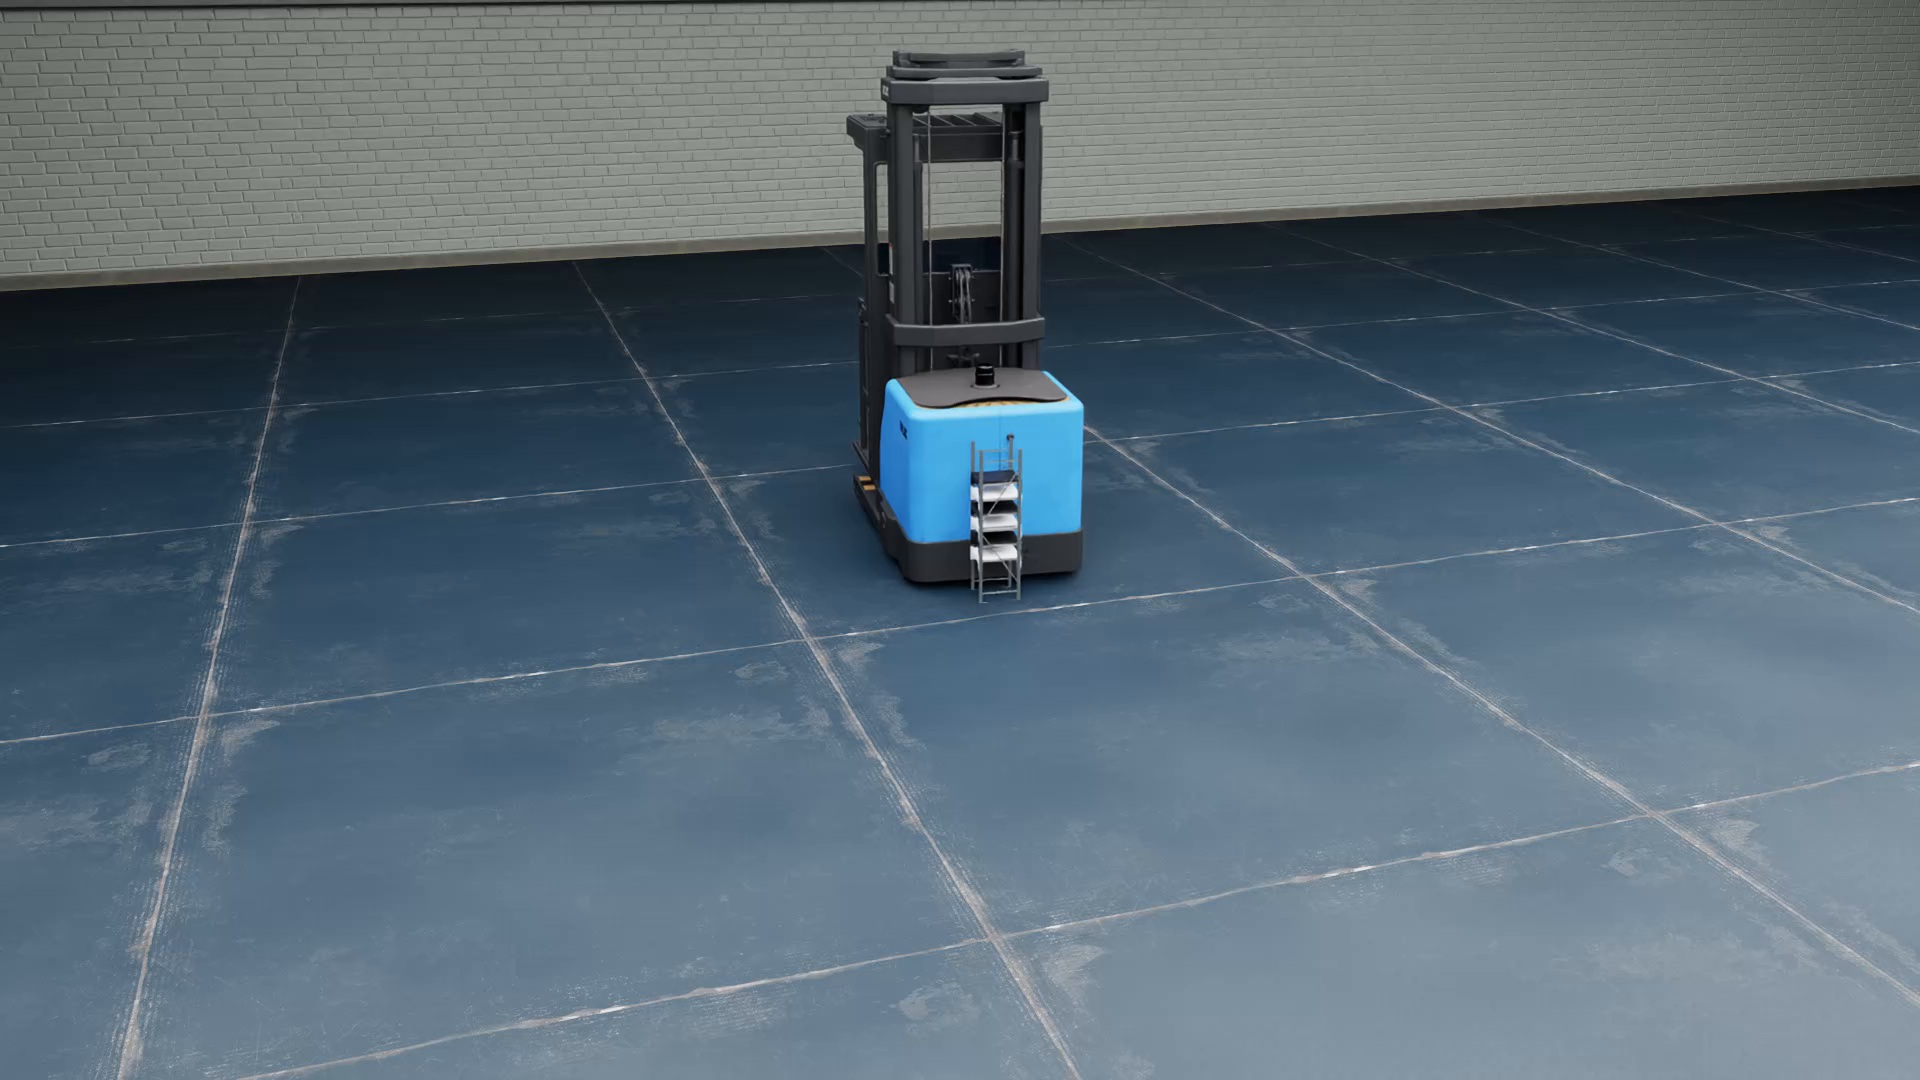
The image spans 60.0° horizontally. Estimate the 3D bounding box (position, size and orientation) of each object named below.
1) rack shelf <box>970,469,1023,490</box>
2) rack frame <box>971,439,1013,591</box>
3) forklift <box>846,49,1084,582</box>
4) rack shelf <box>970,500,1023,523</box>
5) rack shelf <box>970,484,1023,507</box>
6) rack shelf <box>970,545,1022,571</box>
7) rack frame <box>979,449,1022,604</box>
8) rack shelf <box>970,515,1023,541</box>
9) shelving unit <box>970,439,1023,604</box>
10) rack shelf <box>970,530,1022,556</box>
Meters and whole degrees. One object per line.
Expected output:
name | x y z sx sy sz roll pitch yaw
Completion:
rack shelf | 0.203 -0.326 9.294 0.258 0.077 0.200 -4 20 -12
rack frame | 0.181 -0.137 9.467 0.240 0.900 0.006 -4 20 -12
forklift | -0.095 -1.599 10.533 1.130 2.935 3.031 -4 20 -12
rack shelf | 0.203 -0.157 9.354 0.258 0.077 0.200 -4 20 -12
rack shelf | 0.203 -0.242 9.324 0.258 0.077 0.200 -4 20 -12
rack shelf | 0.203 0.097 9.446 0.258 0.077 0.200 -4 20 -12
rack frame | 0.225 -0.070 9.280 0.240 0.900 0.006 -4 20 -12
rack shelf | 0.203 -0.072 9.385 0.258 0.077 0.200 -4 20 -12
shelving unit | 0.203 -0.104 9.374 0.258 0.900 0.210 -4 20 -12
rack shelf | 0.203 0.013 9.415 0.258 0.077 0.200 -4 20 -12
